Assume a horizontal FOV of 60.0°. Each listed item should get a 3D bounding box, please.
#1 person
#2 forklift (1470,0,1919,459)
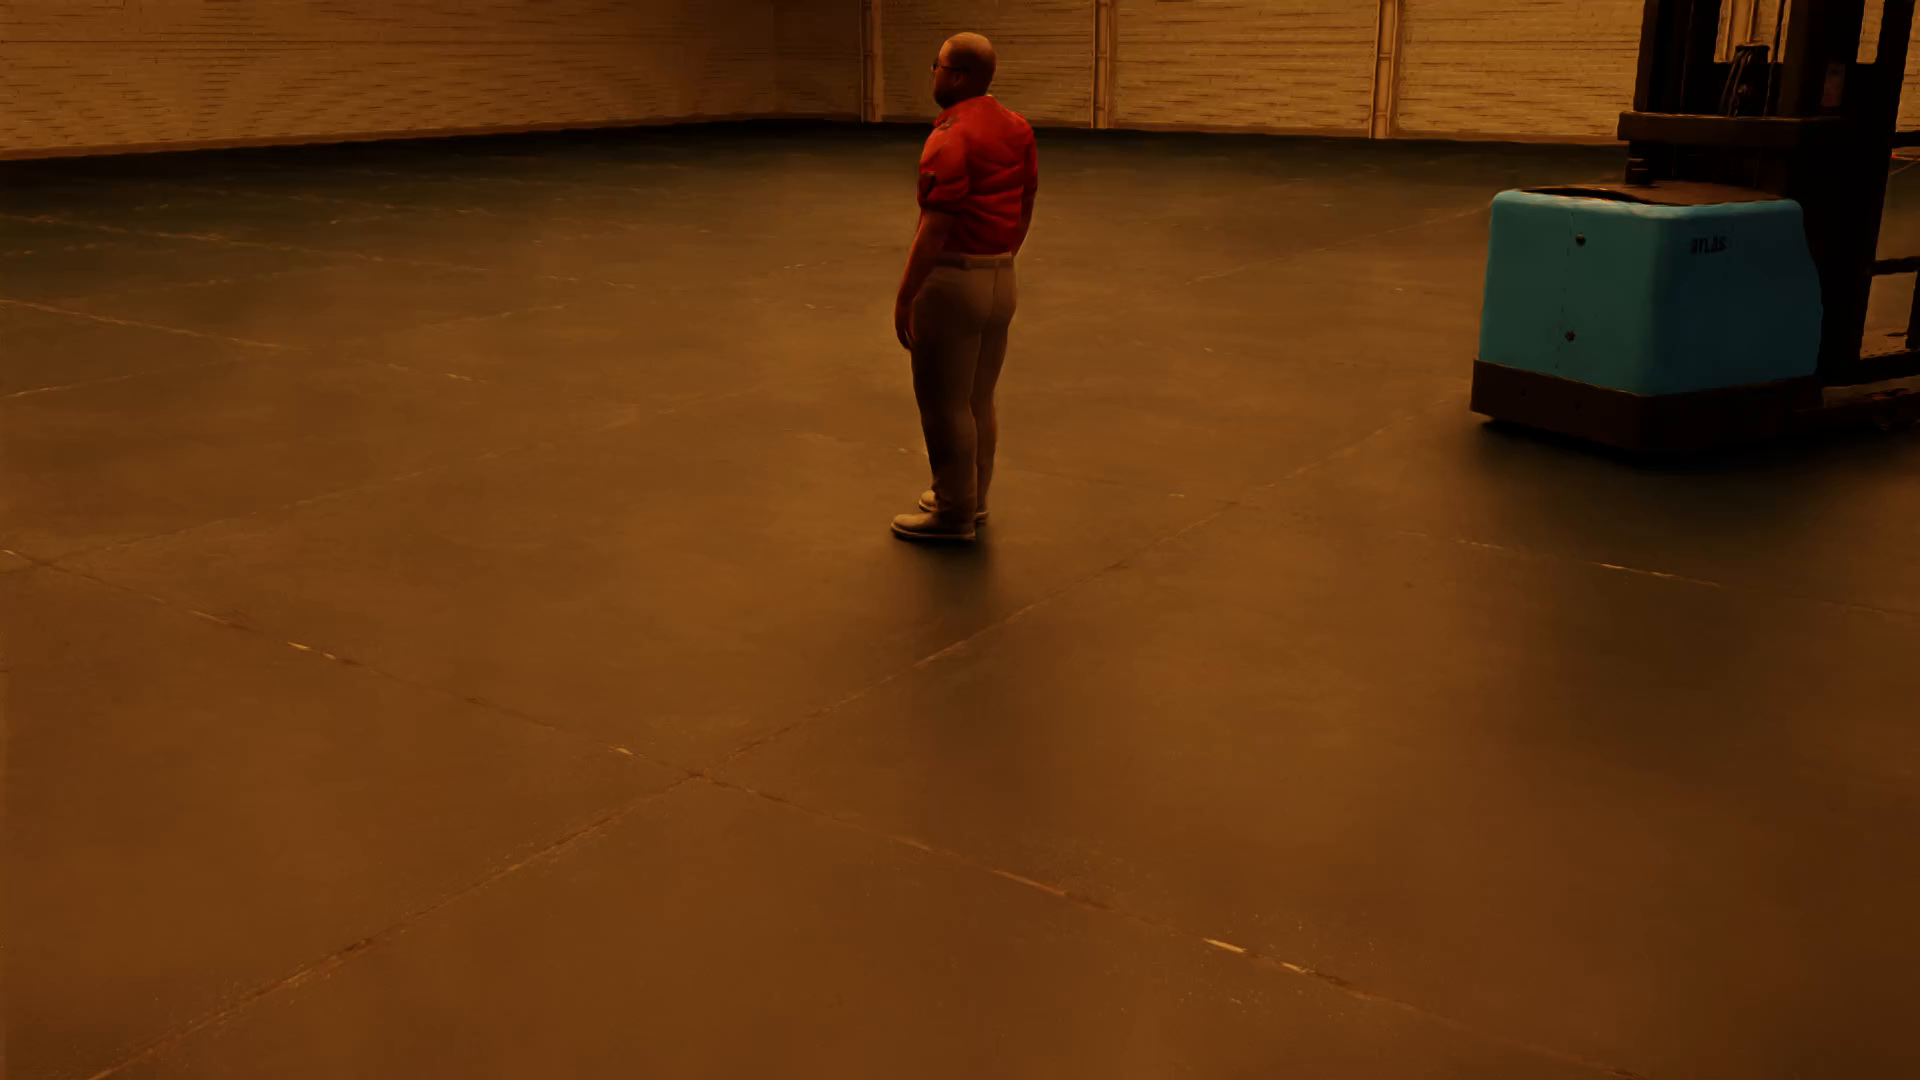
[{"bbox_3d":[-0.067,-0.852,5.757,0.550,1.726,0.640,11,20,33],"label":"person"},{"bbox_3d":[3.909,-2.030,7.621,3.031,2.935,1.130,-9,19,-28],"label":"forklift"}]
